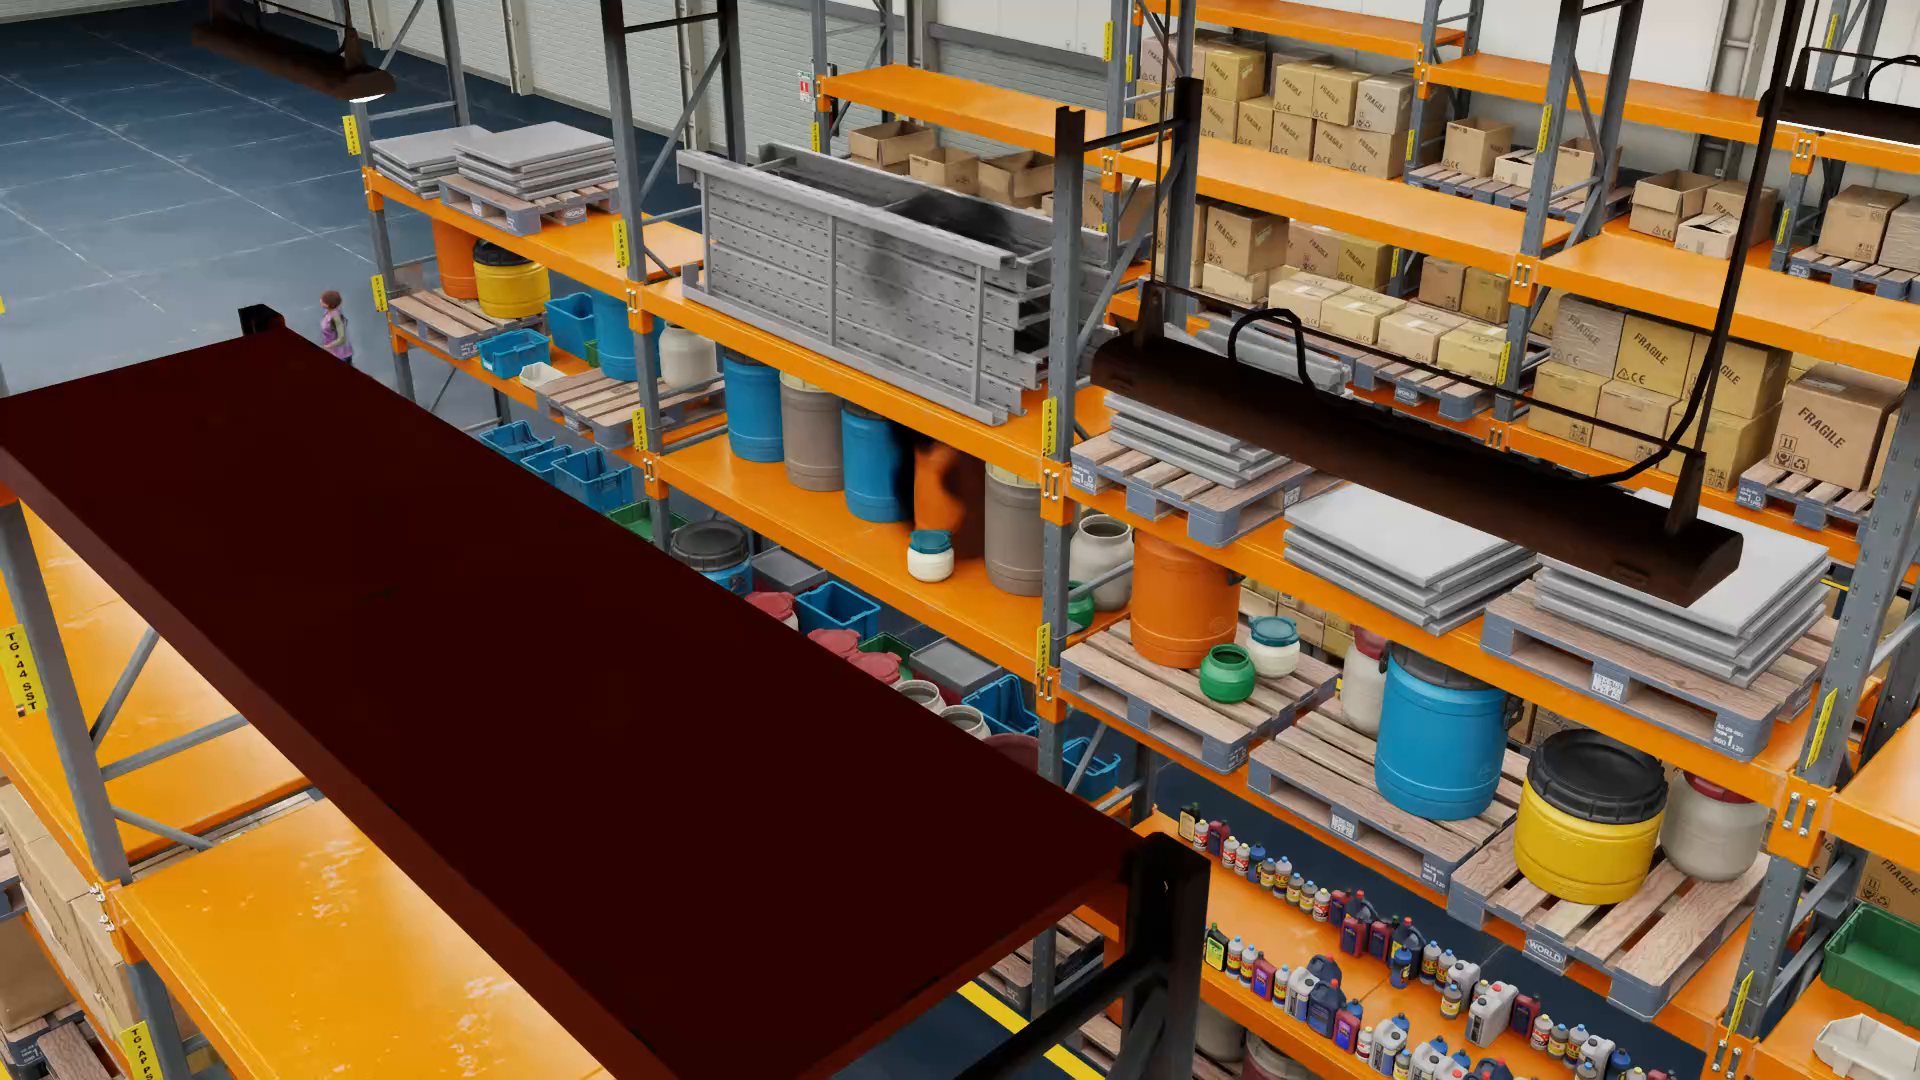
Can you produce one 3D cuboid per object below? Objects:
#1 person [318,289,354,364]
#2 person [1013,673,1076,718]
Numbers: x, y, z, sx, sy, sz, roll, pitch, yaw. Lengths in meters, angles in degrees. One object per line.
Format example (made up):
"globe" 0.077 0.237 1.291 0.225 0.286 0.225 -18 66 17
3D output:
"person" -7.192 -2.157 19.258 0.542 1.559 0.535 -14 31 -24
"person" 0.617 0.724 13.138 0.703 1.699 0.578 25 37 38
